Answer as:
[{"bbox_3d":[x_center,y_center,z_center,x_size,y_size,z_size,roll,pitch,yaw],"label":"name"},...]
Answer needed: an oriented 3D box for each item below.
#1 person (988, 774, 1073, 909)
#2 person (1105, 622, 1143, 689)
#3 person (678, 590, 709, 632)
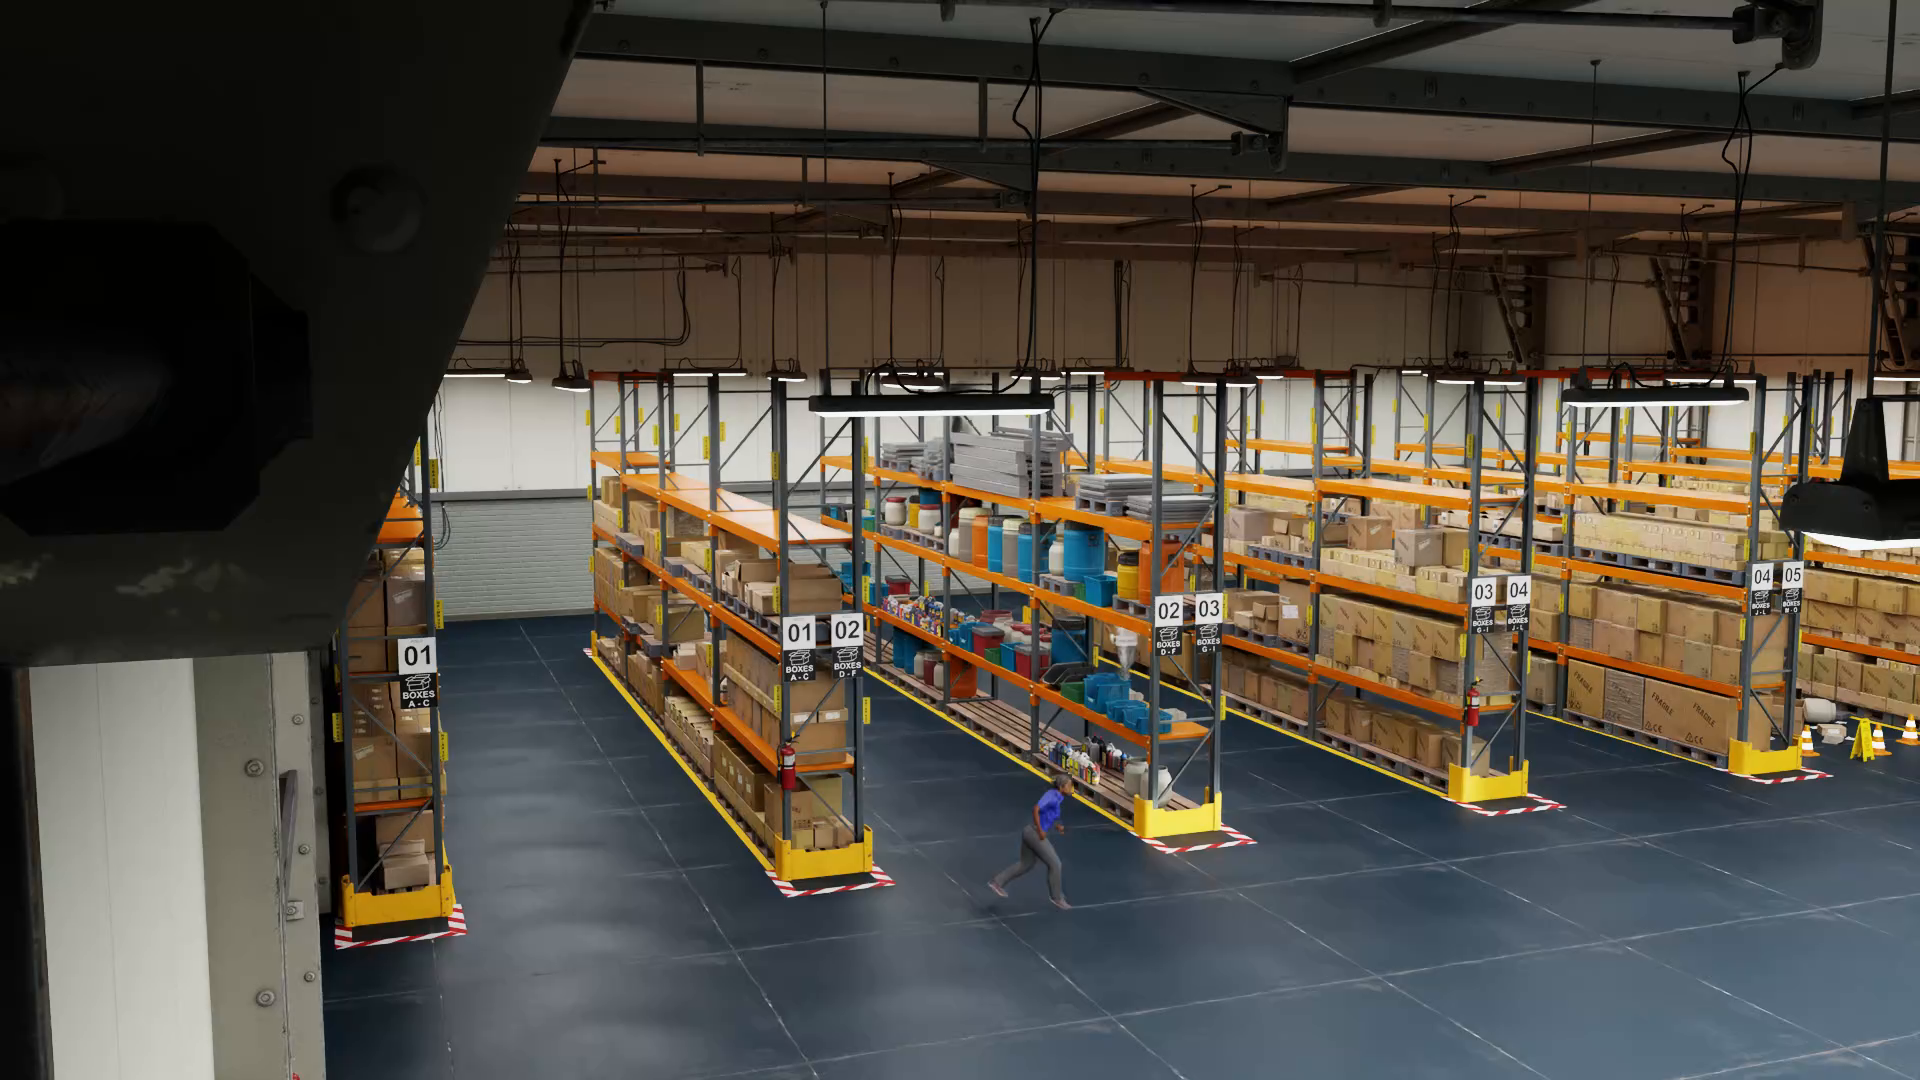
[{"bbox_3d":[0.808,3.459,18.994,0.966,1.615,0.613,1,6,5],"label":"person"},{"bbox_3d":[3.097,1.978,30.967,0.680,1.794,0.990,-2,7,-18],"label":"person"},{"bbox_3d":[-5.731,1.421,36.101,0.862,1.812,0.725,3,7,22],"label":"person"}]
